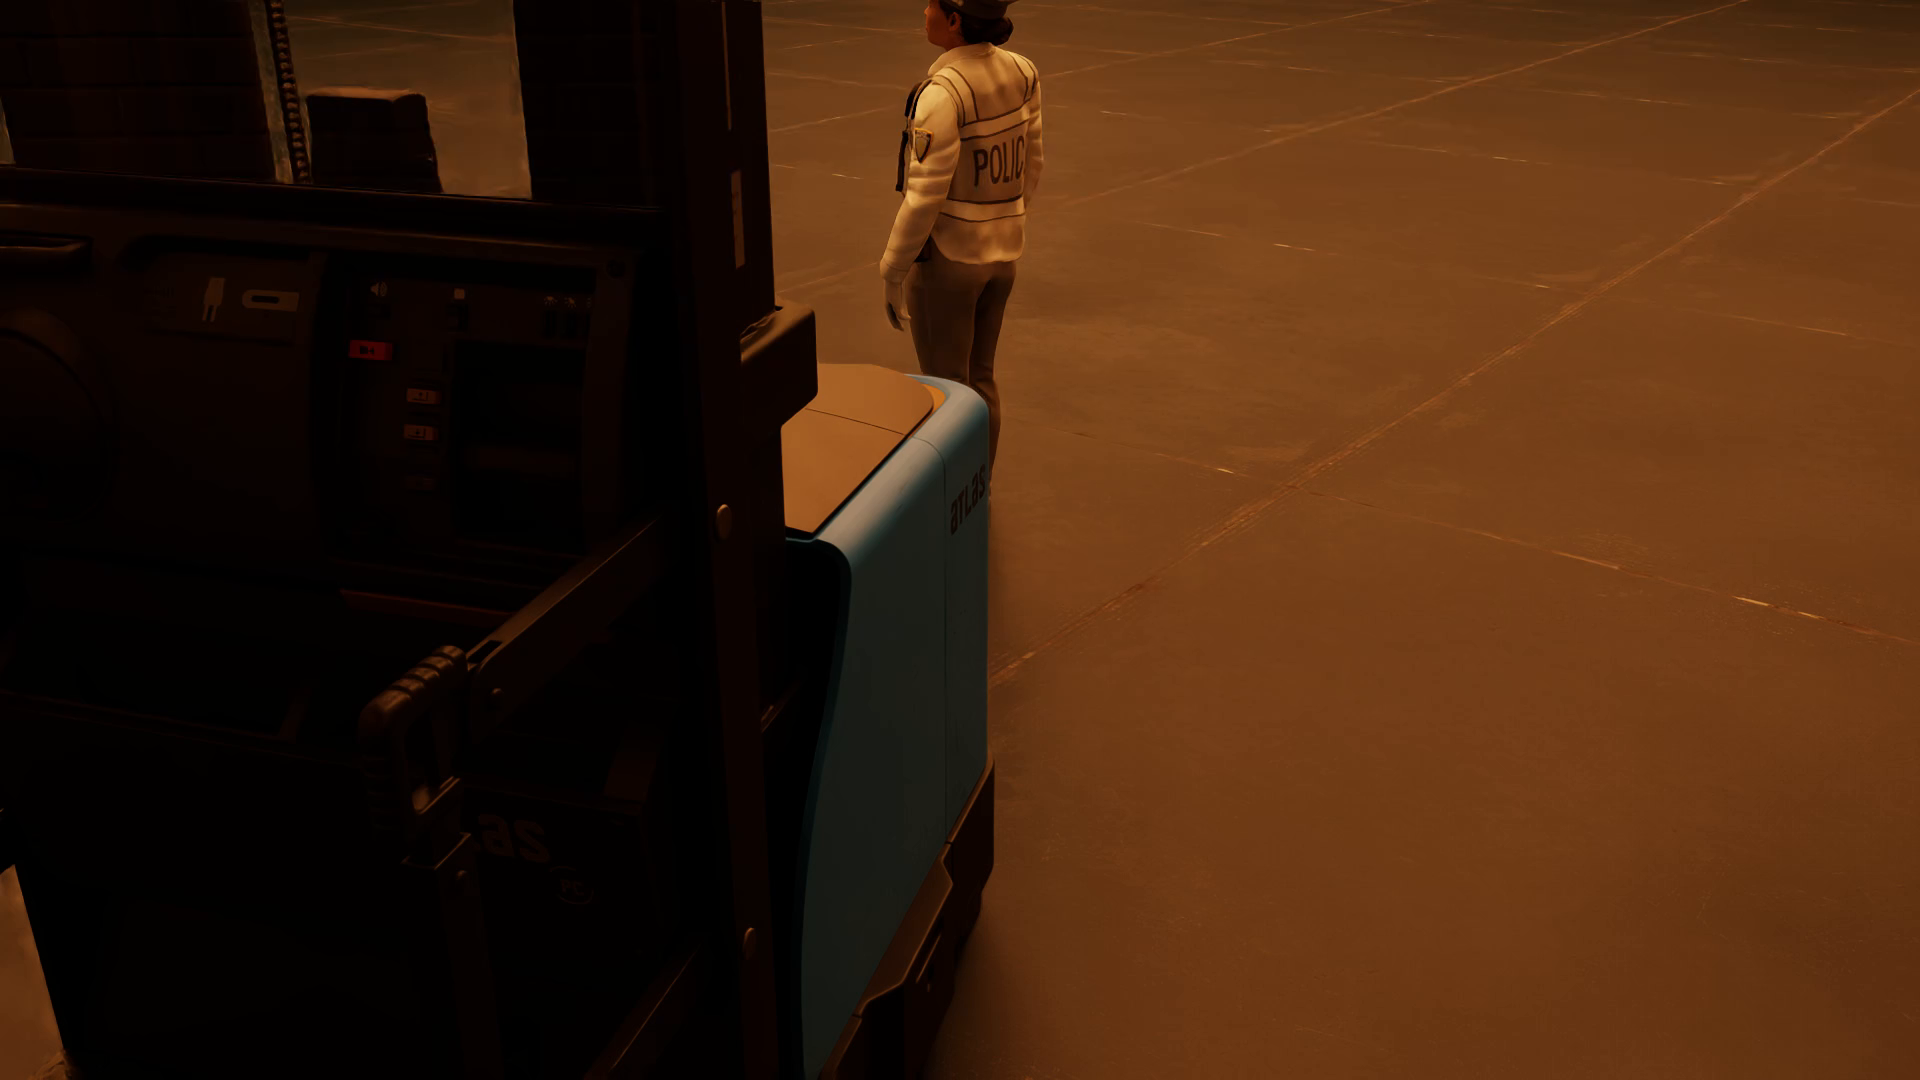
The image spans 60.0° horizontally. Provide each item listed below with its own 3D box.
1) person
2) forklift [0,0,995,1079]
[{"bbox_3d":[-0.050,-0.803,4.717,0.531,1.694,0.586,17,29,34],"label":"person"},{"bbox_3d":[-0.841,-0.141,1.655,1.130,2.935,3.031,7,24,15],"label":"forklift"}]
